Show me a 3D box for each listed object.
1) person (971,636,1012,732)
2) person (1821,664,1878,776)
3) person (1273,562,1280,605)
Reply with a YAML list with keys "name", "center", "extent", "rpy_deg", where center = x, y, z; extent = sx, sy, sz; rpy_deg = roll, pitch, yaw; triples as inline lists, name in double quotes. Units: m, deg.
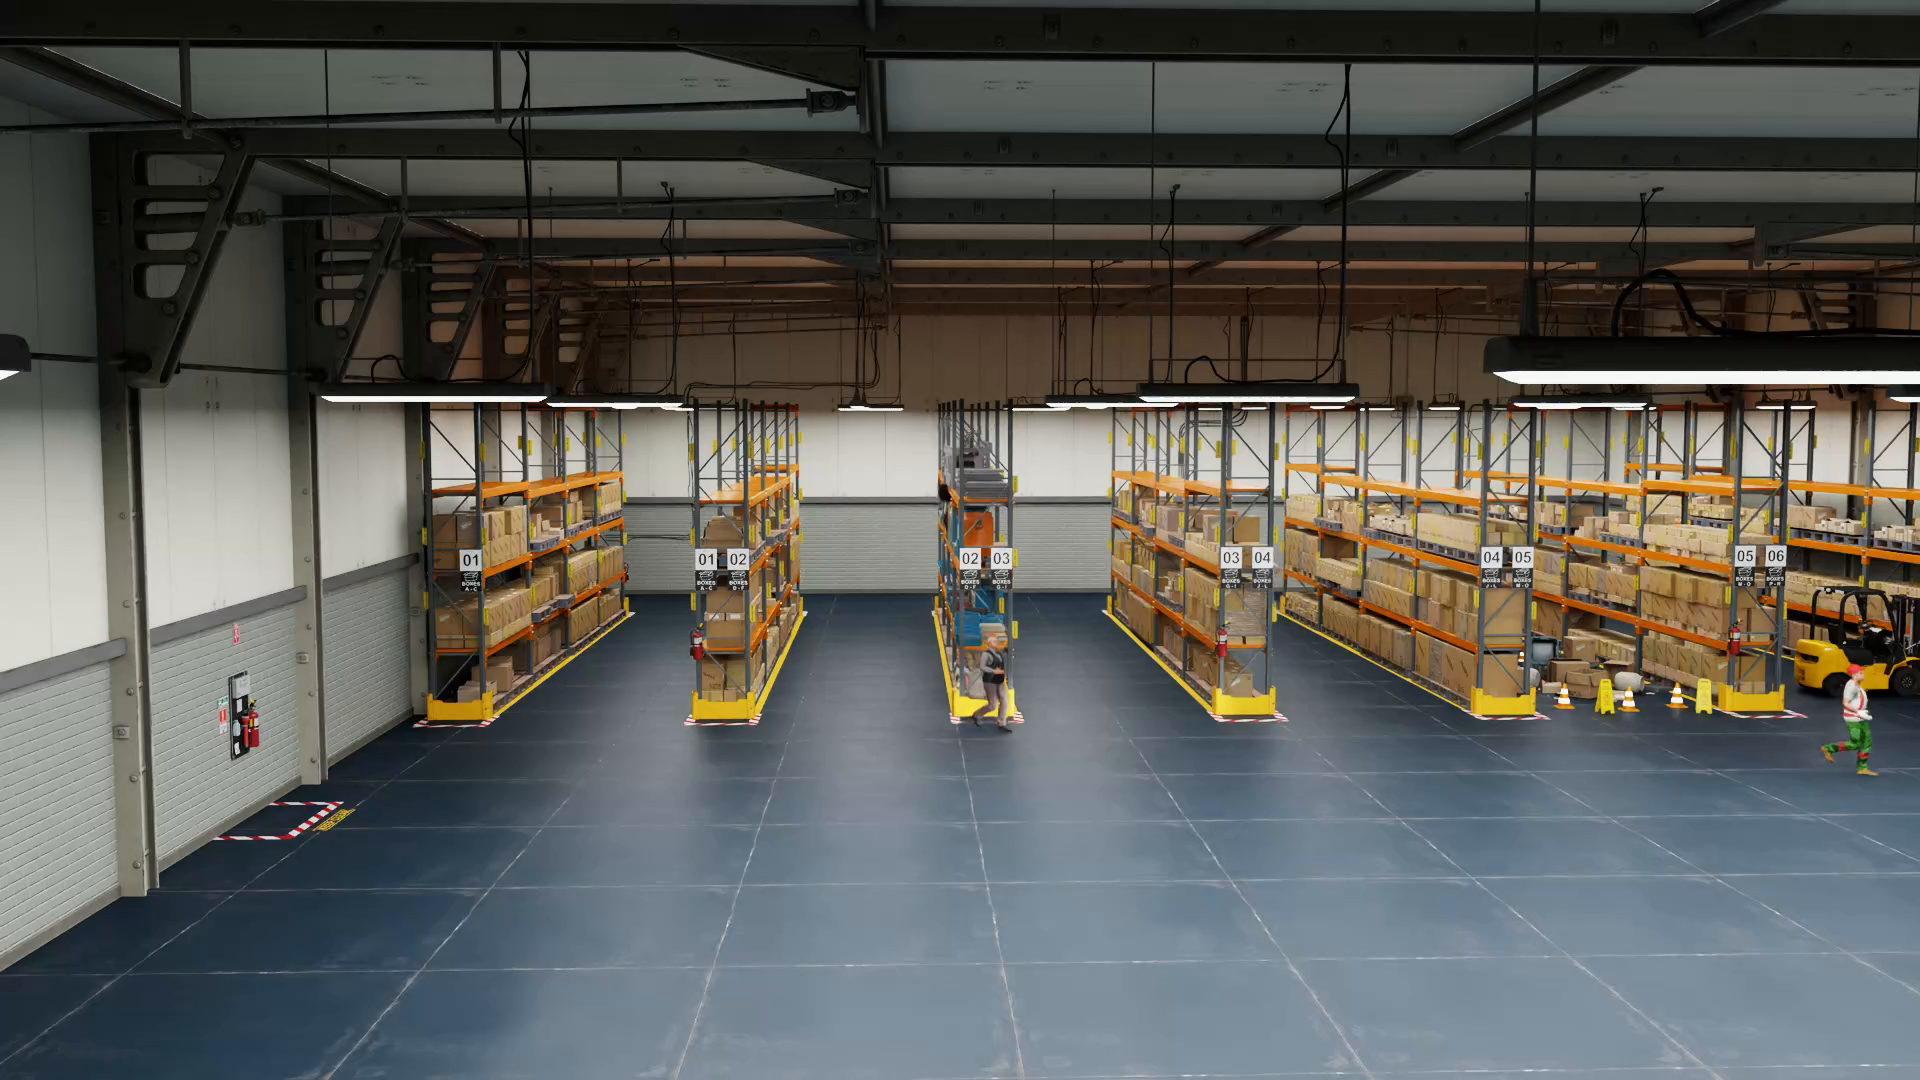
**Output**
- name: "person"
  center: [0.574, 2.596, 29.967]
  extent: [0.775, 1.729, 0.659]
  rpy_deg: [3, 5, 34]
- name: "person"
  center: [14.196, 2.849, 26.415]
  extent: [0.767, 1.762, 0.655]
  rpy_deg: [3, 6, 38]
- name: "person"
  center: [9.041, 1.212, 48.577]
  extent: [0.732, 1.717, 0.570]
  rpy_deg: [-2, 5, -26]
